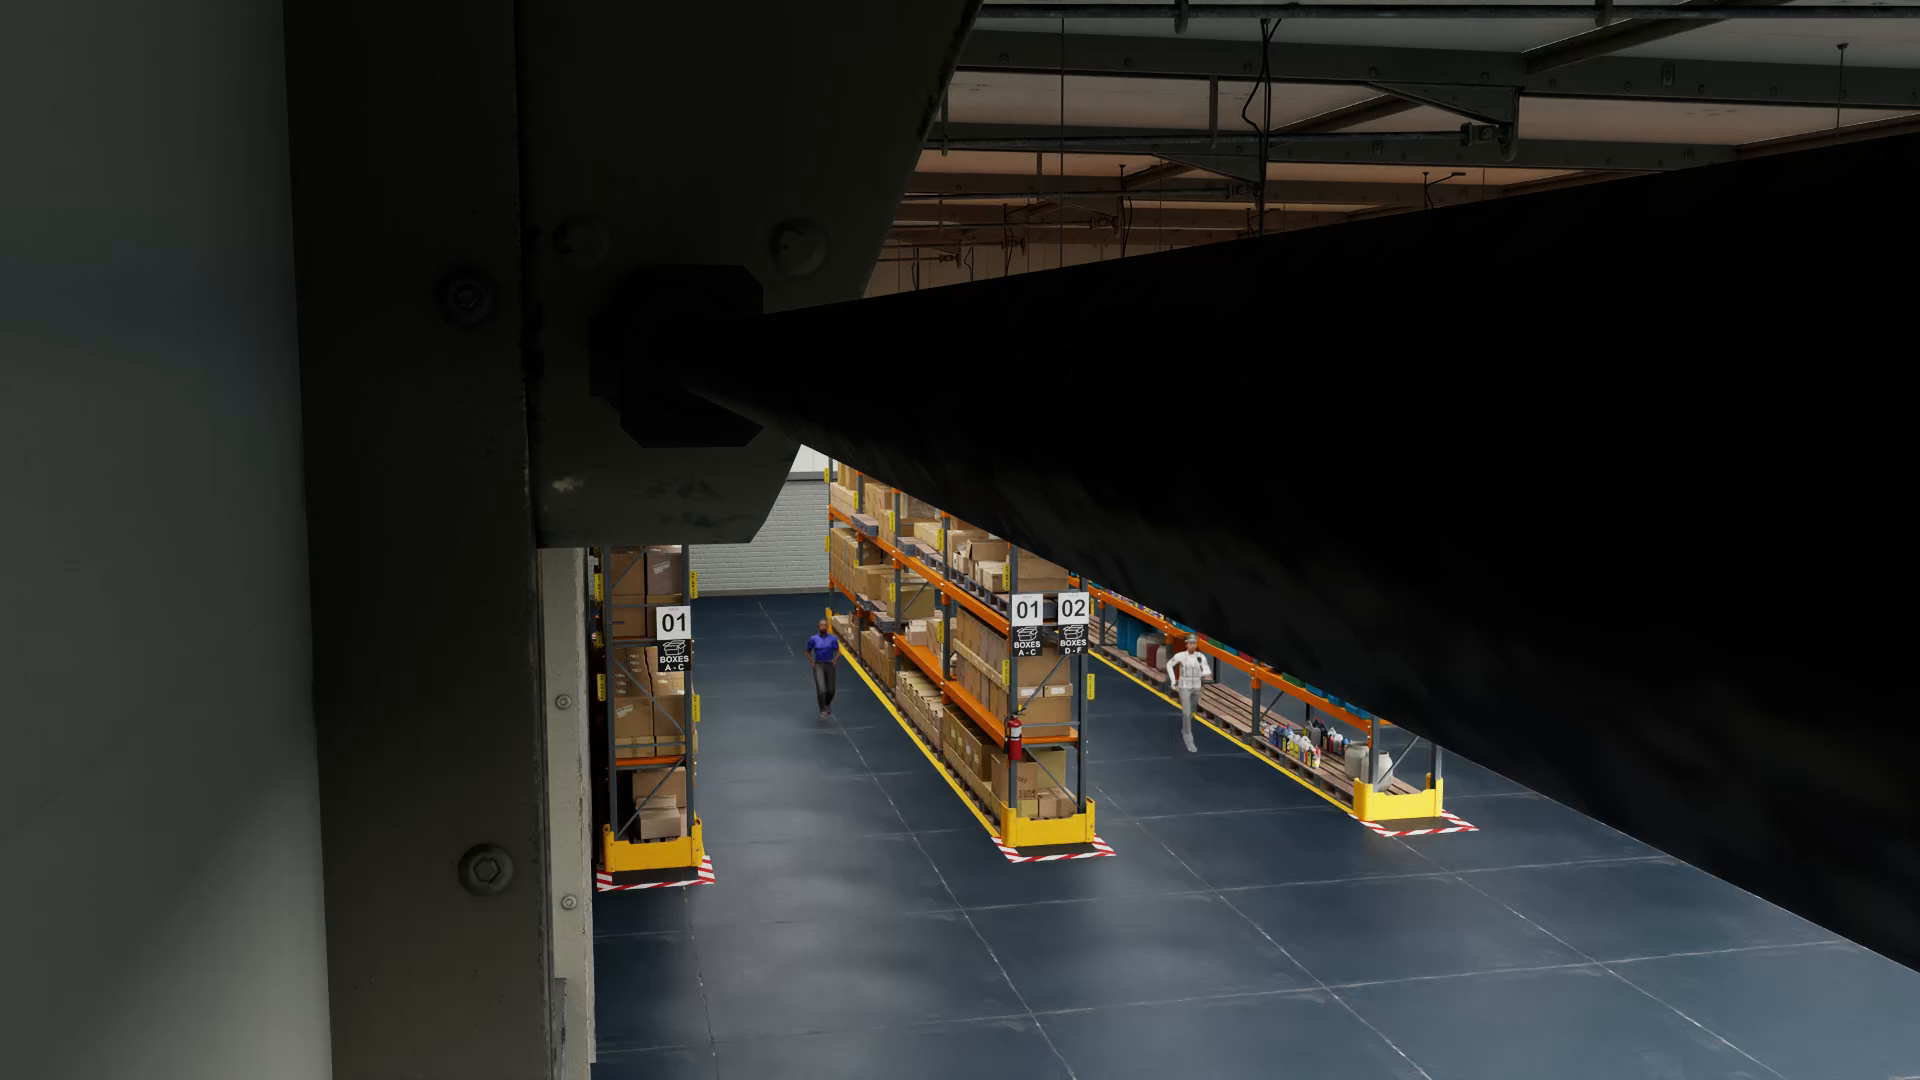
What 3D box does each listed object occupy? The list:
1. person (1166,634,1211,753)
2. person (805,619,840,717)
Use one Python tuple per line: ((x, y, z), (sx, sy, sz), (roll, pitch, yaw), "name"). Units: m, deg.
((3.462, 2.253, 24.997), (0.599, 1.717, 0.842), (-2, 7, -13), "person")
((-2.221, 2.083, 26.988), (0.576, 1.611, 0.587), (-1, 7, -11), "person")
